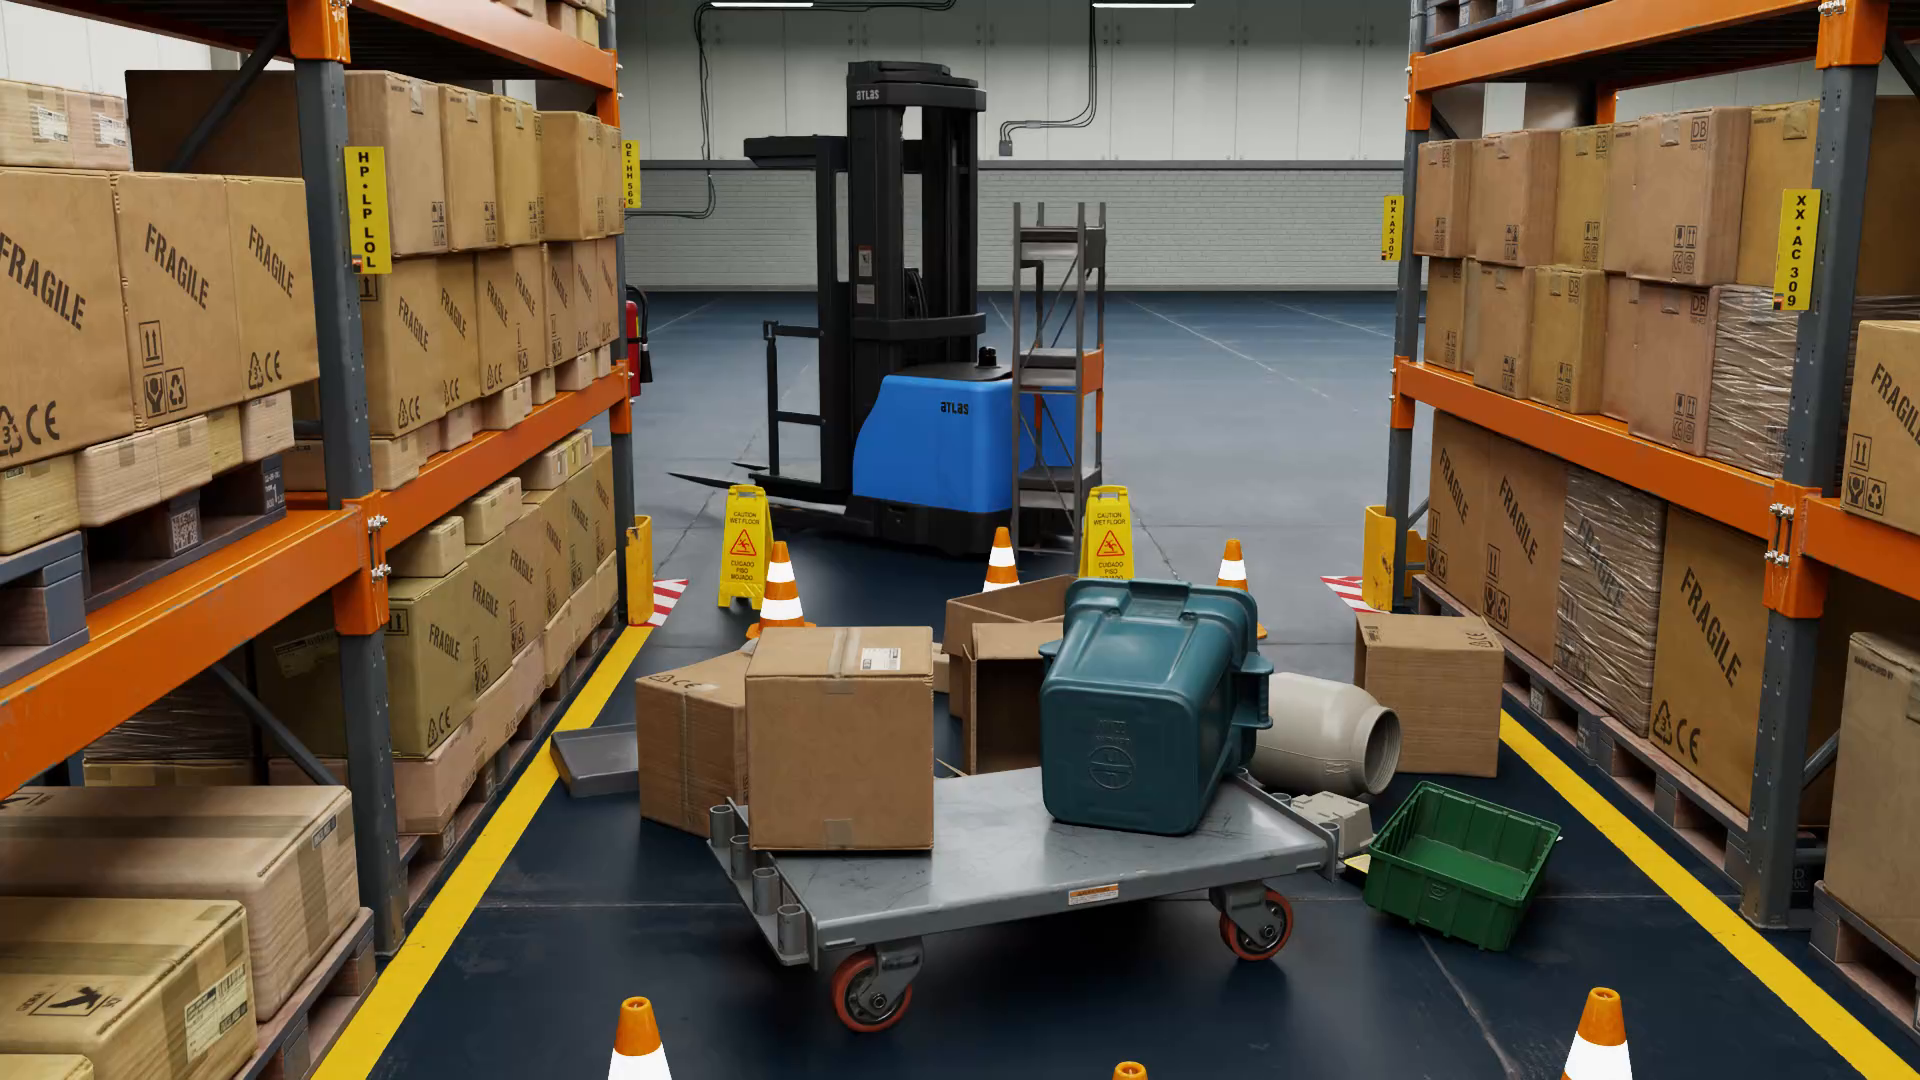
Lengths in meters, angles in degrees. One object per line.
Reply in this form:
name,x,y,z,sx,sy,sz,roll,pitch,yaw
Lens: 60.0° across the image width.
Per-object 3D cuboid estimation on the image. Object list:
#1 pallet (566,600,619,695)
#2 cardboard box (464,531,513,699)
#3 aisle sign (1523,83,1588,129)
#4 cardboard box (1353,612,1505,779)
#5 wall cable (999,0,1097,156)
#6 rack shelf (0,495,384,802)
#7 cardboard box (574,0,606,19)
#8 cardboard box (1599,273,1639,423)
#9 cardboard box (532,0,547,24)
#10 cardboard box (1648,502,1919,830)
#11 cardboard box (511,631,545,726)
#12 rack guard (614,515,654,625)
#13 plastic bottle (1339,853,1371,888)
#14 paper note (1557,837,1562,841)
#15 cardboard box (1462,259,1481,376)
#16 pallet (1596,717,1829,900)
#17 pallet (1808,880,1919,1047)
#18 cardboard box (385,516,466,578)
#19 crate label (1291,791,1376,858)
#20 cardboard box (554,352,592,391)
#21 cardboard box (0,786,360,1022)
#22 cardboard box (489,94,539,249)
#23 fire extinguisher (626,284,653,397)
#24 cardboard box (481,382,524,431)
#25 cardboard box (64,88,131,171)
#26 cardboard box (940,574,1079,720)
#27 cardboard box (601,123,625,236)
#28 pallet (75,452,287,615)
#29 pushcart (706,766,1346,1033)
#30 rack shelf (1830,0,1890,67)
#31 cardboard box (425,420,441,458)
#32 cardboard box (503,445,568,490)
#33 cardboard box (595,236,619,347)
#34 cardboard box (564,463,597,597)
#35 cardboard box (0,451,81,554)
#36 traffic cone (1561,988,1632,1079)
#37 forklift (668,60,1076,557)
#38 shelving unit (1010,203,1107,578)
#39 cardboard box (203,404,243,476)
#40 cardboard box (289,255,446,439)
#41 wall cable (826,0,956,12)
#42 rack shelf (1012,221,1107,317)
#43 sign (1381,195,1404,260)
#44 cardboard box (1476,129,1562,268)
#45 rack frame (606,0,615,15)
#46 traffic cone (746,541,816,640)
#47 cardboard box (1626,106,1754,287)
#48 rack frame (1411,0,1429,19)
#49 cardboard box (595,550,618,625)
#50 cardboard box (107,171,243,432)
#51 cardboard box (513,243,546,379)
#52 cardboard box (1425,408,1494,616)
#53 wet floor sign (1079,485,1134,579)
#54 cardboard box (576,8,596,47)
pallet,-2.204,0.456,7.781,1.003,0.211,1.213,0,11,-1
cardboard box,-1.870,0.257,5.720,0.500,0.500,0.500,0,11,1
aisle sign,3.058,-2.417,8.391,0.394,0.787,0.004,0,11,-1
cardboard box,1.784,0.587,6.403,0.500,0.500,0.500,2,12,9
wall cable,2.096,-12.121,39.120,2.305,6.003,0.169,0,11,-1
rack shelf,-2.063,0.458,2.567,1.077,0.370,4.000,0,11,-1
cardboard box,-1.907,-2.529,7.566,0.500,0.250,0.500,0,11,-2
cardboard box,2.895,-0.697,6.071,0.875,0.550,0.550,0,11,-1
cardboard box,-1.900,-2.162,6.761,0.380,0.149,0.250,0,11,-2
cardboard box,2.899,0.377,5.442,0.875,0.875,0.875,0,11,0
cardboard box,-1.883,0.520,6.313,0.500,0.250,0.500,0,11,-2
rack guard,-2.186,0.153,8.549,1.175,0.500,0.348,0,11,-1
plastic bottle,1.328,1.059,5.187,0.133,0.061,0.283,-7,13,-30
paper note,1.923,0.992,5.590,0.147,0.020,0.142,-10,15,-40
cardboard box,2.846,-1.019,7.658,0.875,0.550,0.550,0,11,-1
pallet,2.905,0.882,5.679,1.003,0.211,1.213,0,11,-1
pallet,2.933,1.187,4.177,1.003,0.211,1.213,0,11,-1
cardboard box,-1.790,0.021,5.255,0.380,0.149,0.250,0,11,0
crate label,1.226,0.944,5.562,0.298,0.136,0.250,-10,15,-40
cardboard box,-1.830,-0.739,7.288,0.380,0.149,0.250,0,11,0
cardboard box,-2.091,0.894,4.161,0.950,0.372,0.625,0,11,0
cardboard box,-1.869,-1.267,5.745,0.700,0.500,0.500,0,11,-2
fire extinguisher,-1.729,-1.074,8.504,0.296,0.674,0.183,0,11,-1
cardboard box,-1.808,-0.487,6.049,0.380,0.149,0.250,0,11,-1
cardboard box,-1.842,-0.783,3.187,0.380,0.149,0.250,-1,11,-3
cardboard box,0.380,0.475,6.953,0.797,0.503,0.637,-10,15,-40
cardboard box,-1.959,-1.672,7.740,0.700,0.500,0.500,-1,11,-3
pallet,-2.234,-0.046,3.723,1.003,0.211,1.213,0,11,-1
pushcart,0.174,0.974,4.811,1.648,0.377,0.936,-4,12,-21
rack shelf,2.883,-1.053,2.468,1.077,0.370,4.000,0,11,-1
cardboard box,-1.884,-0.336,5.302,0.380,0.149,0.250,0,11,-1
cardboard box,-1.830,-0.298,6.825,0.380,0.149,0.250,0,11,1
cardboard box,-1.901,-1.175,7.809,0.500,0.500,0.500,0,11,-2
cardboard box,-1.896,-0.051,7.241,0.500,0.500,0.500,0,11,1
cardboard box,-1.811,-0.071,2.940,0.380,0.149,0.250,0,11,-1
traffic cone,1.360,1.183,3.562,0.336,0.463,0.334,0,11,-1
forklift,-0.690,-1.550,10.829,3.031,2.935,1.130,9,15,39
shelving unit,0.569,-0.874,9.584,0.431,2.100,0.503,4,12,18
cardboard box,-1.830,-0.221,3.681,0.380,0.149,0.250,-1,11,-3
cardboard box,-1.835,-0.576,4.853,0.500,0.500,0.500,0,11,-1
wall cable,-1.597,-13.625,38.754,3.097,2.526,0.112,0,11,-1
rack shelf,0.569,-1.546,9.448,0.431,0.518,0.480,4,12,18
sign,2.204,-1.590,8.475,0.100,0.325,0.005,0,11,-1
cardboard box,2.708,-1.436,6.999,0.875,0.550,0.550,0,11,-1
rack frame,-2.187,-4.028,7.778,1.000,3.000,0.127,0,11,-1
traffic cone,-0.889,0.236,8.232,0.336,0.463,0.334,0,11,-1
cardboard box,2.741,-1.118,5.431,0.875,0.550,0.550,0,11,-1
rack frame,2.759,-4.068,7.978,1.000,3.000,0.127,0,11,-1
cardboard box,-1.901,0.219,7.796,0.500,0.250,0.500,0,11,-1
cardboard box,-1.854,-0.503,3.440,0.500,0.500,0.500,0,11,-1
cardboard box,-1.897,-0.876,6.331,0.500,0.500,0.500,0,11,0
cardboard box,2.840,-0.158,8.080,0.875,0.875,0.875,0,11,-1
wet floor sign,0.779,0.028,8.796,0.267,0.644,0.232,-2,12,-11
cardboard box,-1.863,-2.315,7.514,0.380,0.149,0.250,0,11,-1
